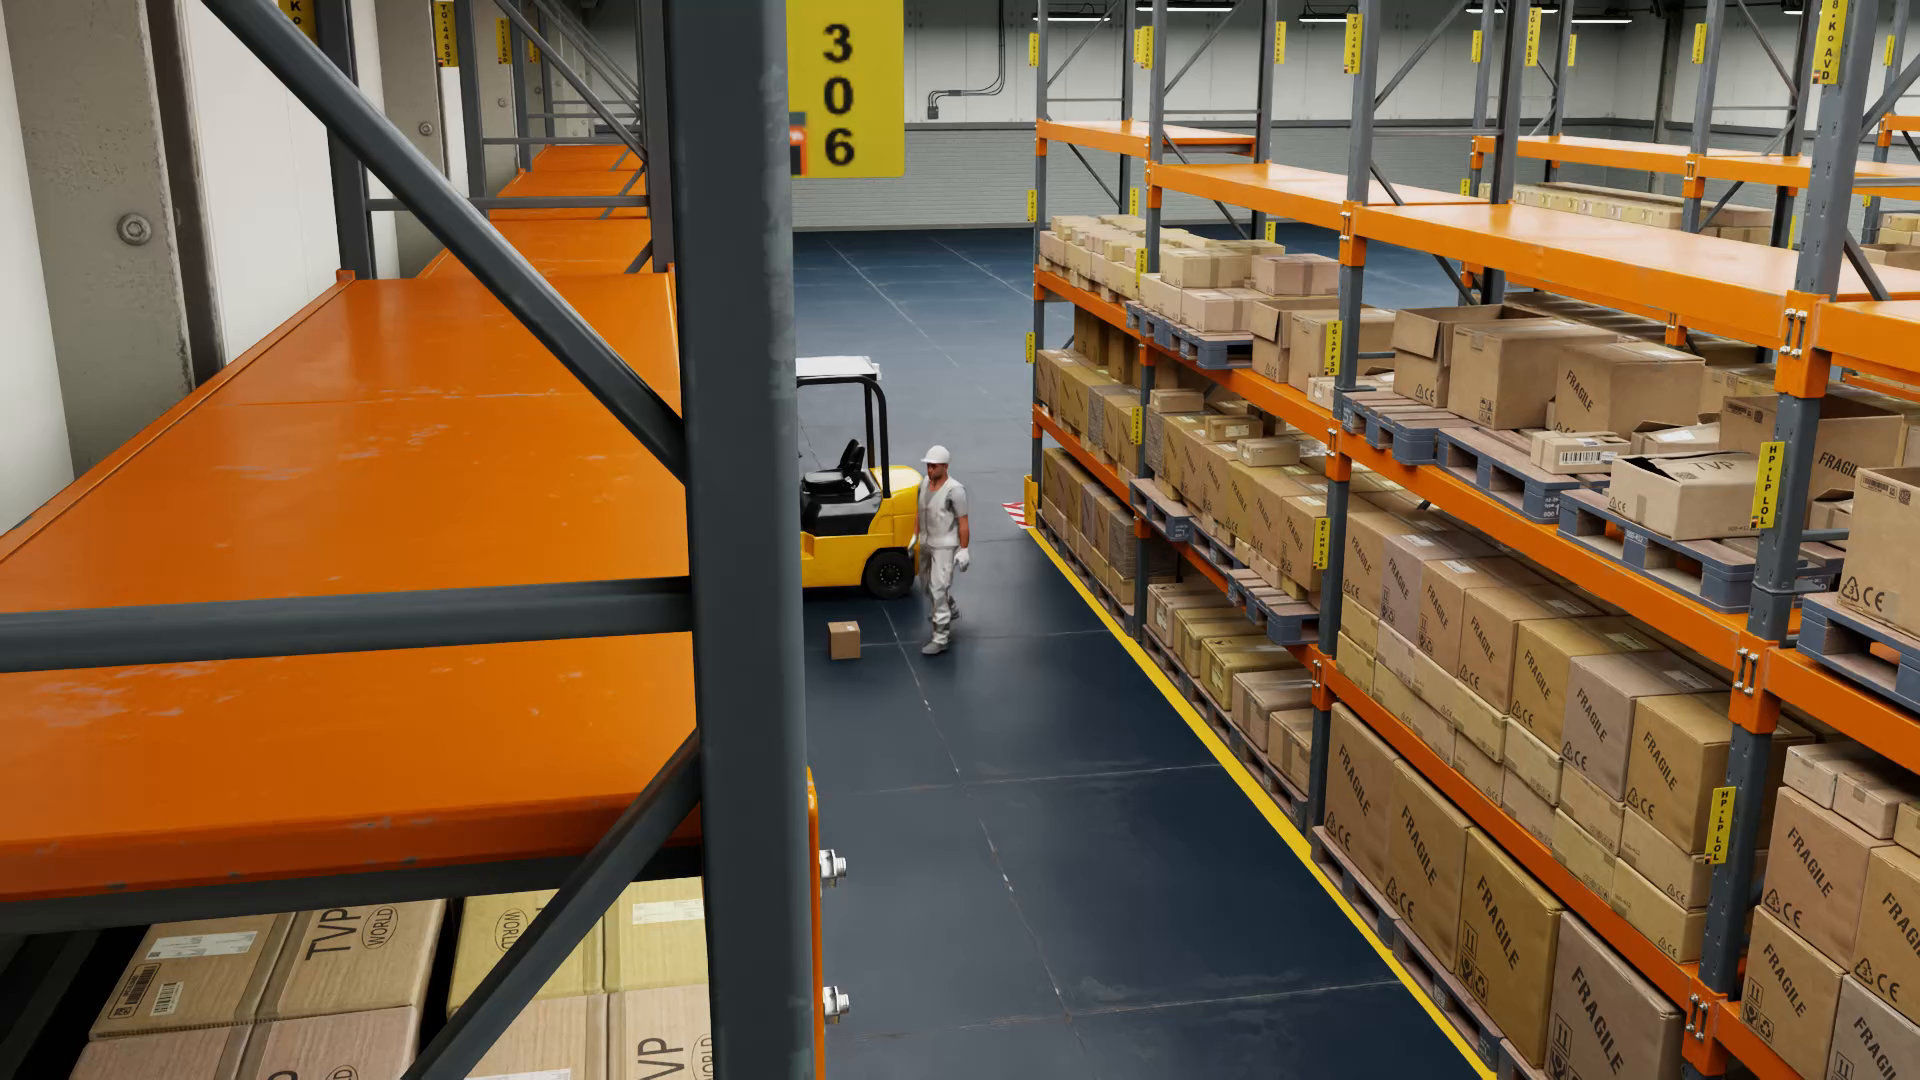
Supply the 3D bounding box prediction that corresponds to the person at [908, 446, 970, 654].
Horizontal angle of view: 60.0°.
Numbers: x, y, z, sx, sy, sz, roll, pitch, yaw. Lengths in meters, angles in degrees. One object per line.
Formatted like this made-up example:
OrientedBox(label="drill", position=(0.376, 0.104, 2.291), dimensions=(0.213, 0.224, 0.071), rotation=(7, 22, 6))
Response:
OrientedBox(label="person", position=(-0.178, 0.040, 14.367), dimensions=(0.784, 1.769, 0.666), rotation=(-15, 22, -41))
